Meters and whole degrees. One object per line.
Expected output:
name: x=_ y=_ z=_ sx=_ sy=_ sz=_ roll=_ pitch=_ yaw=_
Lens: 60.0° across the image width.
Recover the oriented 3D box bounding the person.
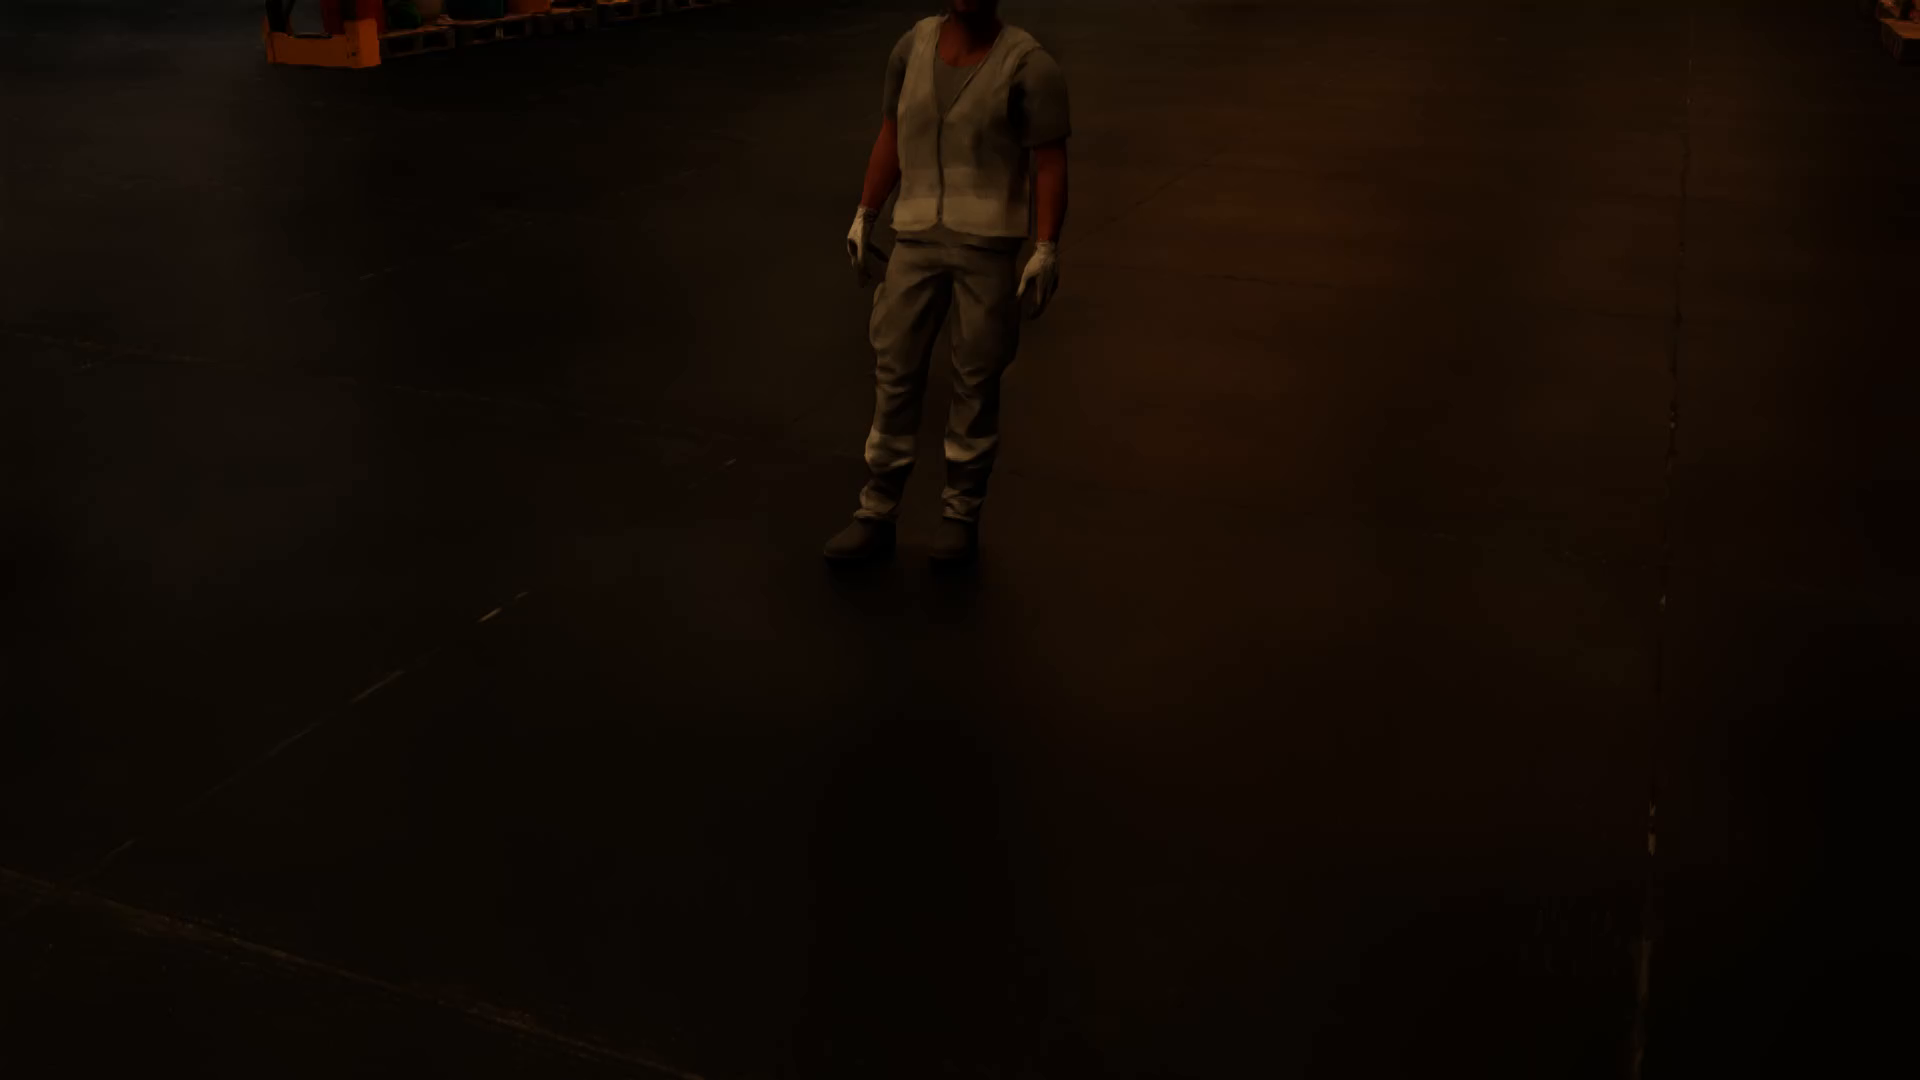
person: x=-0.041 y=-0.805 z=4.681 sx=0.637 sy=1.787 sz=0.563 roll=9 pitch=24 yaw=21
